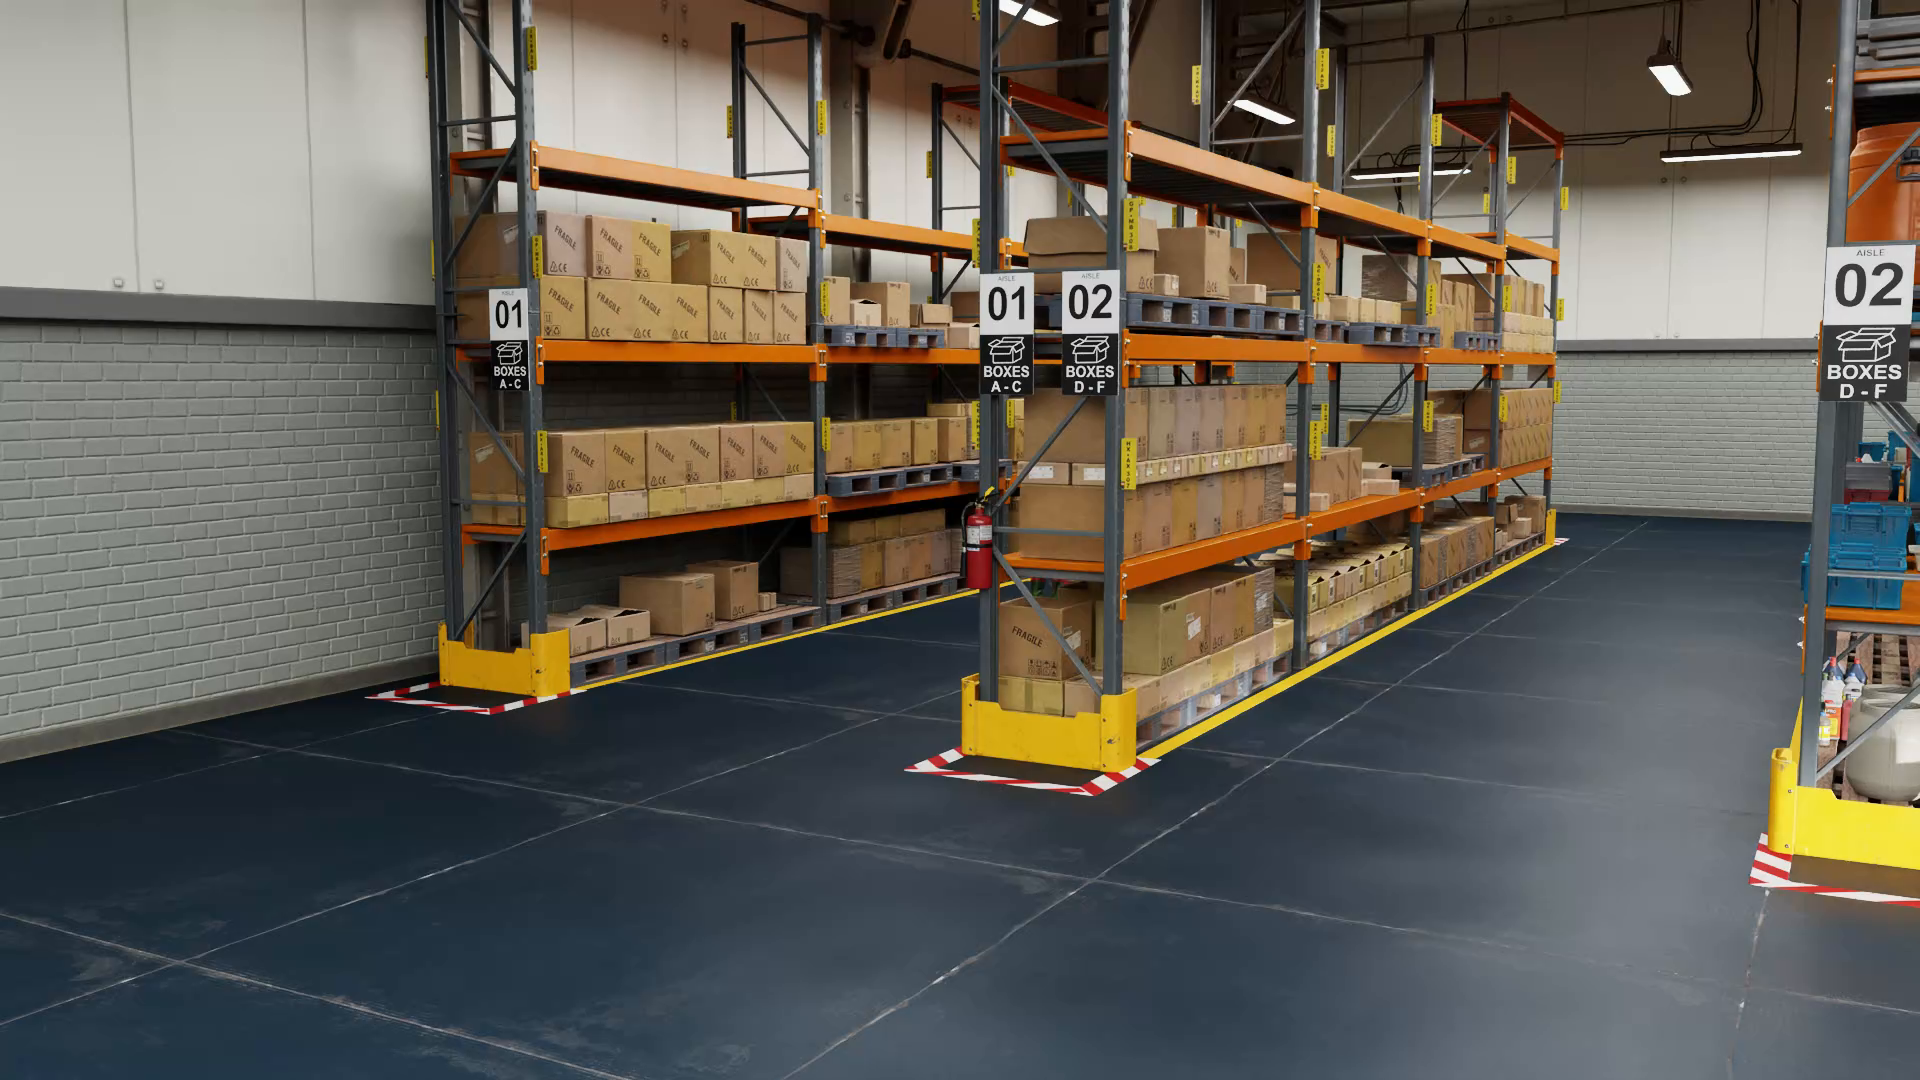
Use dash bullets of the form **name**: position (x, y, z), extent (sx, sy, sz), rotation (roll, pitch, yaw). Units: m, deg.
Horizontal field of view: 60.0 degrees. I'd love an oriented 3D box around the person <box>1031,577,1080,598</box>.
- **person**: position (0.997, 0.222, 18.215), extent (0.573, 0.994, 0.877), rotation (3, 7, 28)
